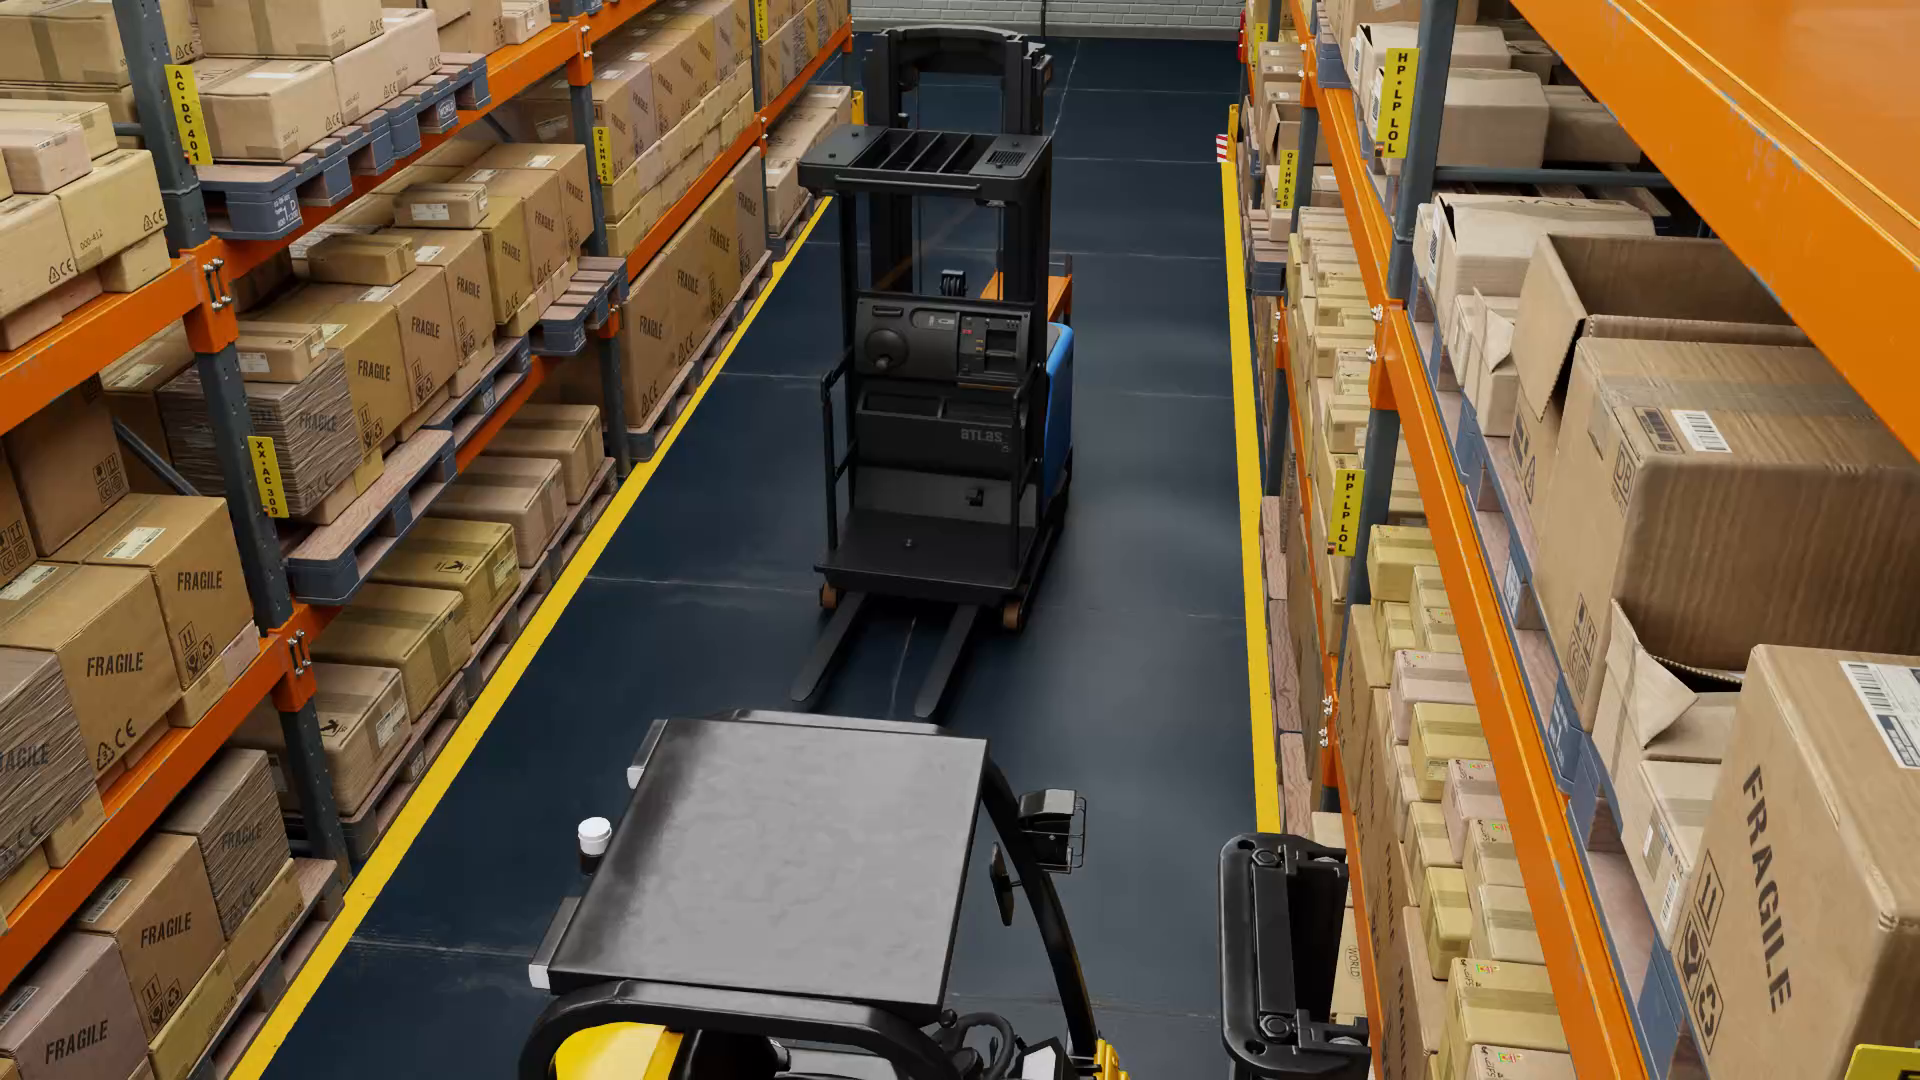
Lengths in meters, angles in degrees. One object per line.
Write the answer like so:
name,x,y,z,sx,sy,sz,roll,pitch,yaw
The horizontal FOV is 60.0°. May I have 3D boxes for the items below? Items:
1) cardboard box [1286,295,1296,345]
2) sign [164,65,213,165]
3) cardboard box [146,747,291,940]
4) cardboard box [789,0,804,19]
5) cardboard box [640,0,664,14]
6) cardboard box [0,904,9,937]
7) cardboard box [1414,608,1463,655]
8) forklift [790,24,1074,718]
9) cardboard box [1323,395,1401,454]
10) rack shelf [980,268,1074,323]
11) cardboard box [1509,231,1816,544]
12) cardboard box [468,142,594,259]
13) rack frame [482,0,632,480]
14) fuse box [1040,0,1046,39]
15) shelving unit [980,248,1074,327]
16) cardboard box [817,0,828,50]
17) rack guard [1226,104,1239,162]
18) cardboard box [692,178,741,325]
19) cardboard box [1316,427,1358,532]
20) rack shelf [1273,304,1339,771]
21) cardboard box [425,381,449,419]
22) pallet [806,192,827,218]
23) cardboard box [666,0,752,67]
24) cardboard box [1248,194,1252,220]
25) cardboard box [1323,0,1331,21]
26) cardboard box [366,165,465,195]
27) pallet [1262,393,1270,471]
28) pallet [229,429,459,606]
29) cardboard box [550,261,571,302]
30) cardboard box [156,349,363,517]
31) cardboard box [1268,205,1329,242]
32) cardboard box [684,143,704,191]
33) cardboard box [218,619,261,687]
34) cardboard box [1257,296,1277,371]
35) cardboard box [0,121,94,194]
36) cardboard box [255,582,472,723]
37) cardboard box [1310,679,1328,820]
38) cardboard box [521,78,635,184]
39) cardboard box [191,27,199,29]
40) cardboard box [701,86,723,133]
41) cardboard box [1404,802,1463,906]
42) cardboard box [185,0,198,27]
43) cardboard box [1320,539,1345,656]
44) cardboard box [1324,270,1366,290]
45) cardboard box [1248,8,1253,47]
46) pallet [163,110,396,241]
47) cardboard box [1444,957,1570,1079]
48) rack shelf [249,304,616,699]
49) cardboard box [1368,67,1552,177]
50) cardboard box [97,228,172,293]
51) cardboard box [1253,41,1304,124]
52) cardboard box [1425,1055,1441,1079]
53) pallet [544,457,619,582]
cardboard box,2.040,-1.212,8.994,0.500,0.250,0.500,3,29,6
sign,-2.541,-1.396,5.472,0.100,0.325,0.005,3,28,6
cardboard box,-2.886,1.113,6.186,0.500,0.500,0.500,3,28,5
cardboard box,-1.659,-4.814,14.363,0.500,0.500,0.500,4,29,7
cardboard box,-2.474,-3.695,12.286,0.500,0.500,0.500,3,28,6
cardboard box,-2.995,1.124,4.766,0.380,0.149,0.250,4,29,7
cardboard box,1.548,0.332,4.869,0.380,0.149,0.250,3,28,5
forklift,-0.140,-1.002,8.520,1.130,2.935,3.031,6,29,11
cardboard box,1.665,-0.459,6.650,0.380,0.149,0.250,2,28,5
rack shelf,0.373,-1.418,10.580,0.538,0.278,1.000,6,29,11
cardboard box,1.503,-0.273,3.275,0.797,0.503,0.637,4,29,8
cardboard box,-2.370,-1.889,9.231,0.500,0.500,0.500,3,28,5
rack frame,-2.590,-1.759,9.852,1.000,3.000,0.127,3,28,6
fuse box,1.125,-7.422,21.723,0.539,1.711,0.414,3,28,6
shelving unit,0.373,-1.161,10.719,0.538,1.125,1.048,6,29,11
cardboard box,-1.536,-4.848,15.481,0.500,0.500,0.500,4,29,8
rack guard,3.308,-4.102,16.837,1.175,0.500,0.348,3,28,6
cardboard box,-2.199,-2.169,12.411,0.875,0.875,0.875,4,29,8
cardboard box,1.709,-0.232,6.649,0.500,0.250,0.500,3,28,5
rack shelf,2.092,-0.214,7.743,1.077,0.370,4.000,3,28,6
cardboard box,-2.595,-0.682,7.675,0.380,0.149,0.250,4,29,7
pallet,-1.782,-3.343,15.734,1.003,0.211,1.213,3,28,6
cardboard box,-1.905,-3.901,12.669,0.500,0.500,0.500,4,29,8
cardboard box,2.647,-2.784,14.194,0.396,0.266,0.258,4,29,8
cardboard box,2.006,-2.739,7.855,0.500,0.500,0.500,4,29,7
cardboard box,-2.932,-1.675,8.834,0.500,0.500,0.500,5,29,9
pallet,2.466,-0.594,10.630,1.003,0.211,1.213,3,28,6
pallet,-2.842,-0.143,7.055,1.003,0.211,1.213,3,28,6
cardboard box,-2.344,-1.414,9.034,0.380,0.149,0.250,3,28,6
cardboard box,-2.738,-0.440,6.542,0.500,0.500,0.500,4,29,7
cardboard box,2.036,-1.878,9.896,0.380,0.149,0.250,4,29,7
cardboard box,-2.108,-2.631,11.628,0.500,0.250,0.500,3,28,6
cardboard box,-2.817,0.403,6.103,0.380,0.149,0.250,3,28,6
cardboard box,2.354,-1.495,11.556,0.500,0.500,0.500,2,28,4
cardboard box,-2.858,-1.148,4.980,0.380,0.149,0.250,3,28,5
cardboard box,-2.934,0.510,7.968,0.950,0.372,0.625,5,29,9
cardboard box,1.899,1.025,6.746,0.875,0.625,0.625,5,29,8
cardboard box,-2.287,-2.461,9.996,0.500,0.500,0.500,2,28,5
cardboard box,-3.022,-2.077,6.995,0.500,0.250,0.500,4,29,7
cardboard box,-2.024,-3.094,11.962,0.500,0.250,0.500,4,29,7
cardboard box,1.361,0.817,4.282,0.380,0.149,0.250,2,28,5
cardboard box,-3.032,-2.297,6.877,0.500,0.250,0.500,4,29,7
cardboard box,1.649,0.224,6.329,0.500,0.250,0.500,4,29,7
cardboard box,1.947,-1.177,7.983,0.380,0.149,0.250,4,29,7
cardboard box,2.874,-4.629,15.024,0.500,0.250,0.500,3,28,5
pallet,-2.899,-1.398,6.218,1.213,0.211,1.003,3,28,6
cardboard box,1.248,1.045,3.544,0.380,0.149,0.250,4,29,7
rack shelf,-2.835,-0.501,8.276,1.077,0.370,4.000,3,28,6
cardboard box,1.694,-1.454,5.670,0.500,0.311,0.500,2,28,5
cardboard box,-2.816,-0.920,5.397,0.380,0.149,0.250,3,29,6
cardboard box,2.546,-3.369,12.293,0.700,0.500,0.500,4,29,7
cardboard box,1.291,1.518,3.665,0.500,0.500,0.500,3,28,5
pallet,-2.687,-0.164,9.831,1.003,0.211,1.213,3,28,6
